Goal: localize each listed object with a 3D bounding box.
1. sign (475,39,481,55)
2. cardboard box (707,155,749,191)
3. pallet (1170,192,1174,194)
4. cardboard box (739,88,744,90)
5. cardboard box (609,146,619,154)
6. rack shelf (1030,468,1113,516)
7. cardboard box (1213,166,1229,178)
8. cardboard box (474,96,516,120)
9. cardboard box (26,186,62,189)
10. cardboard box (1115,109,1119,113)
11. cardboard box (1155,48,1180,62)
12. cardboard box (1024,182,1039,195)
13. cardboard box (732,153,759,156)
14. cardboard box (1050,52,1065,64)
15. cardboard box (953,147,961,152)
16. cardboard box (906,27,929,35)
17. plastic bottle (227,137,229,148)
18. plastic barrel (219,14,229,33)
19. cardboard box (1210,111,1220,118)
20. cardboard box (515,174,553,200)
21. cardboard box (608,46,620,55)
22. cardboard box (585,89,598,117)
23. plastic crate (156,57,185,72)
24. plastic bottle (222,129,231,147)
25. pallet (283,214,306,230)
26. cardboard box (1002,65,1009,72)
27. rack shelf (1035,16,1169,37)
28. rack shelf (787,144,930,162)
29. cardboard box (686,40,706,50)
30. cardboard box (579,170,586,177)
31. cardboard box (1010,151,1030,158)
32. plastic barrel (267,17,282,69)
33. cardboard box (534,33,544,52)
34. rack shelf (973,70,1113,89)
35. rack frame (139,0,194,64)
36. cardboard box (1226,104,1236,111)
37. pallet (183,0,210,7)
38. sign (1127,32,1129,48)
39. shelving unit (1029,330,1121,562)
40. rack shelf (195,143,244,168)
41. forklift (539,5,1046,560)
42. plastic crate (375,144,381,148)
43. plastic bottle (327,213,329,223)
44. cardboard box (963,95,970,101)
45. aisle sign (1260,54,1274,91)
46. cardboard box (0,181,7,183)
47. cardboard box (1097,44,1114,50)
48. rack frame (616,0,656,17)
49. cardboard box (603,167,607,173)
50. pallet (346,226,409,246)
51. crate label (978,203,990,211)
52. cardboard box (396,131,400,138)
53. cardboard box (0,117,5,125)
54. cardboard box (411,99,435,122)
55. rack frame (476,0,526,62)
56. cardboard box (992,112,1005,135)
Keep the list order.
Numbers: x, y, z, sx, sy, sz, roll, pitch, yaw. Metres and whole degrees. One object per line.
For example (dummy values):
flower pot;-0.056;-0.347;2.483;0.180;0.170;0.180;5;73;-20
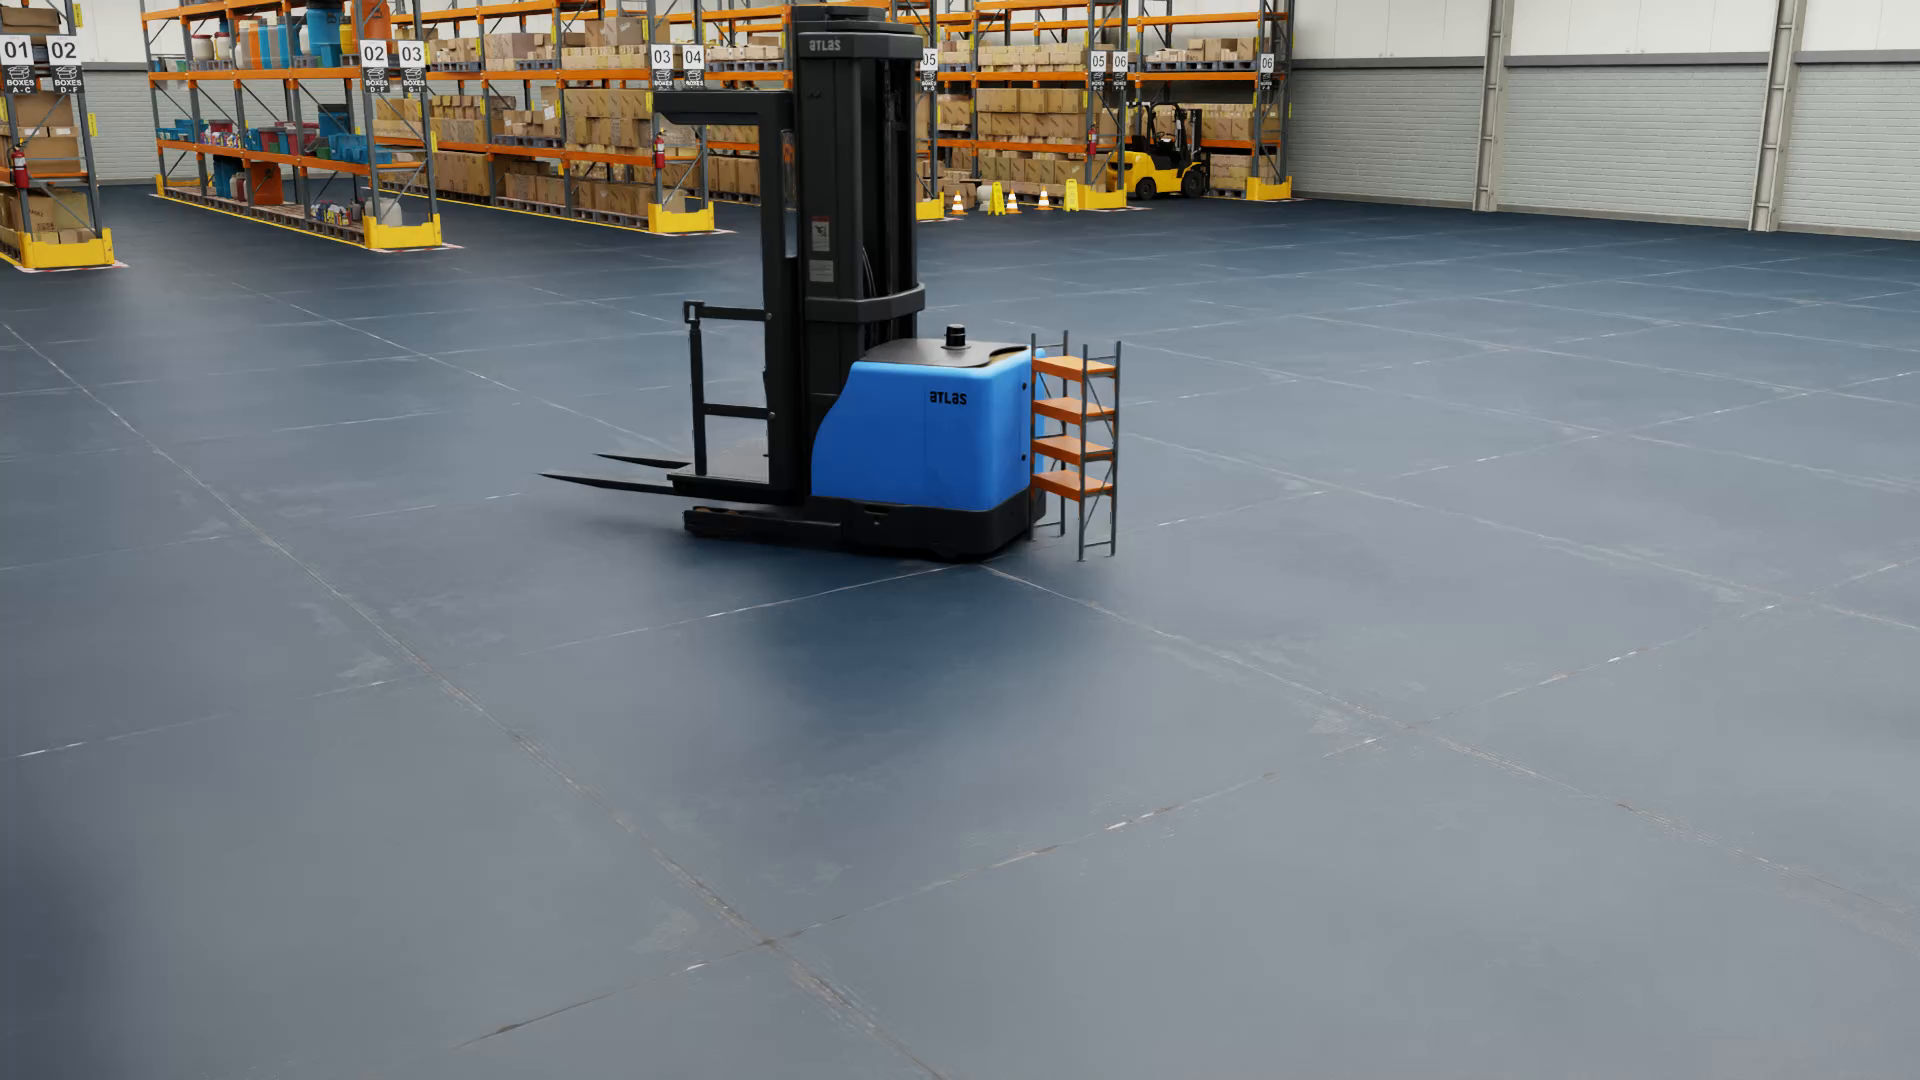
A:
sign;-10.108;-10.343;34.871;0.100;0.325;0.005;-11;19;-35
cardboard box;-5.297;-8.414;38.103;1.050;0.750;0.750;-11;19;-35
pallet;5.160;-8.627;40.695;1.003;0.211;1.213;-11;19;-35
cardboard box;-5.916;-12.492;46.224;0.380;0.149;0.250;-12;19;-36
cardboard box;-6.252;-7.196;30.662;0.380;0.149;0.250;-11;19;-35
rack shelf;0.631;-0.274;9.311;0.258;0.148;0.480;-9;18;-31
cardboard box;6.253;-8.575;38.692;0.500;0.250;0.500;-11;19;-35
cardboard box;-10.071;-9.383;36.088;0.797;0.503;0.637;-10;18;-33
cardboard box;-14.583;-5.366;26.492;0.500;0.500;0.500;-11;19;-35
cardboard box;4.079;-10.660;41.425;0.380;0.149;0.250;-11;19;-35
cardboard box;5.019;-11.587;39.731;0.500;0.311;0.500;-10;18;-33
cardboard box;1.762;-7.752;36.632;0.500;0.250;0.500;-12;19;-37
cardboard box;-5.873;-10.780;47.340;0.875;0.438;0.875;-12;19;-36
cardboard box;2.263;-10.218;35.264;0.500;0.250;0.500;-11;19;-35
cardboard box;0.019;-11.048;46.971;0.380;0.149;0.250;-10;18;-32
cardboard box;-0.818;-9.814;32.051;0.380;0.149;0.250;-11;19;-34
plastic bottle;-14.833;-8.070;33.757;0.097;0.201;0.097;0;15;0
plastic barrel;-14.885;-10.328;34.203;0.600;0.901;0.708;-11;19;-35
cardboard box;6.039;-9.905;38.664;0.380;0.149;0.250;-12;19;-36
cardboard box;-8.908;-7.443;34.989;0.700;0.500;0.500;-13;20;-39
cardboard box;-6.125;-8.841;30.043;0.380;0.149;0.250;-12;19;-37
cardboard box;-6.655;-8.164;31.074;0.500;0.500;0.500;-11;19;-35
plastic crate;-17.688;-10.680;37.351;0.504;0.338;0.767;-11;19;-35
plastic bottle;-14.975;-8.205;33.965;0.144;0.351;0.185;-11;19;-35
pallet;-11.802;-5.886;30.683;1.003;0.211;1.213;-11;19;-35
cardboard box;1.158;-10.438;36.824;0.380;0.149;0.250;-10;18;-33
rack shelf;3.551;-12.929;41.887;1.077;0.370;4.000;-11;19;-35
rack shelf;-2.055;-7.813;33.802;1.077;0.370;4.000;-11;19;-35
cardboard box;-6.031;-11.351;38.046;0.396;0.266;0.258;-11;19;-35
cardboard box;-9.804;-9.648;43.751;0.380;0.149;0.250;-11;19;-34
cardboard box;1.332;-8.557;36.923;0.380;0.149;0.250;-10;18;-31
plastic barrel;-12.168;-8.973;30.046;0.600;0.901;0.600;0;15;0
cardboard box;-8.582;-10.150;34.160;0.500;0.500;0.500;-10;18;-34
rack shelf;1.890;-10.049;36.292;1.077;0.370;4.000;-11;19;-35
rack frame;-18.364;-12.526;38.295;1.000;3.000;0.127;-11;19;-35
cardboard box;6.352;-9.942;38.236;0.380;0.149;0.250;-10;18;-33
pallet;-15.501;-11.216;34.623;1.003;0.211;1.213;-11;19;-35
sign;3.504;-10.475;34.829;0.100;0.325;0.005;-11;19;-35
shelving unit;0.631;-0.530;9.241;0.258;1.200;0.503;-9;18;-31
rack shelf;-14.836;-8.004;34.500;1.077;0.370;4.000;-11;19;-35
forklift;-1.059;-1.536;9.636;3.031;2.935;1.130;6;16;21
plastic crate;-10.438;-6.804;29.035;0.499;0.251;0.616;-11;19;-35
plastic bottle;-10.911;-5.591;28.789;0.097;0.201;0.097;0;15;0
cardboard box;0.001;-10.455;39.316;0.380;0.149;0.250;-10;18;-31
aisle sign;6.880;-10.488;37.289;0.394;0.787;0.004;-11;19;-35
cardboard box;-18.620;-6.633;32.032;0.500;0.500;0.500;-12;19;-36
cardboard box;3.022;-10.340;34.957;0.380;0.149;0.250;-11;19;-35
rack frame;-7.935;-13.189;40.717;1.000;3.000;0.127;-11;19;-35
cardboard box;-8.952;-9.514;42.698;0.380;0.149;0.250;-10;18;-33
pallet;-9.513;-5.054;27.641;1.003;0.211;1.213;-11;19;-35
crate label;0.559;-6.947;34.698;0.298;0.136;0.250;7;17;23
cardboard box;-13.355;-9.769;40.062;0.380;0.149;0.250;-10;18;-34
cardboard box;-14.166;-6.560;25.216;0.700;0.500;0.500;-11;19;-34
cardboard box;-12.493;-10.036;38.863;0.500;0.500;0.500;-10;18;-33
rack frame;-9.654;-11.586;34.862;1.000;3.000;0.127;-11;19;-35
cardboard box;1.061;-9.328;37.221;0.500;0.500;0.500;-11;19;-35
